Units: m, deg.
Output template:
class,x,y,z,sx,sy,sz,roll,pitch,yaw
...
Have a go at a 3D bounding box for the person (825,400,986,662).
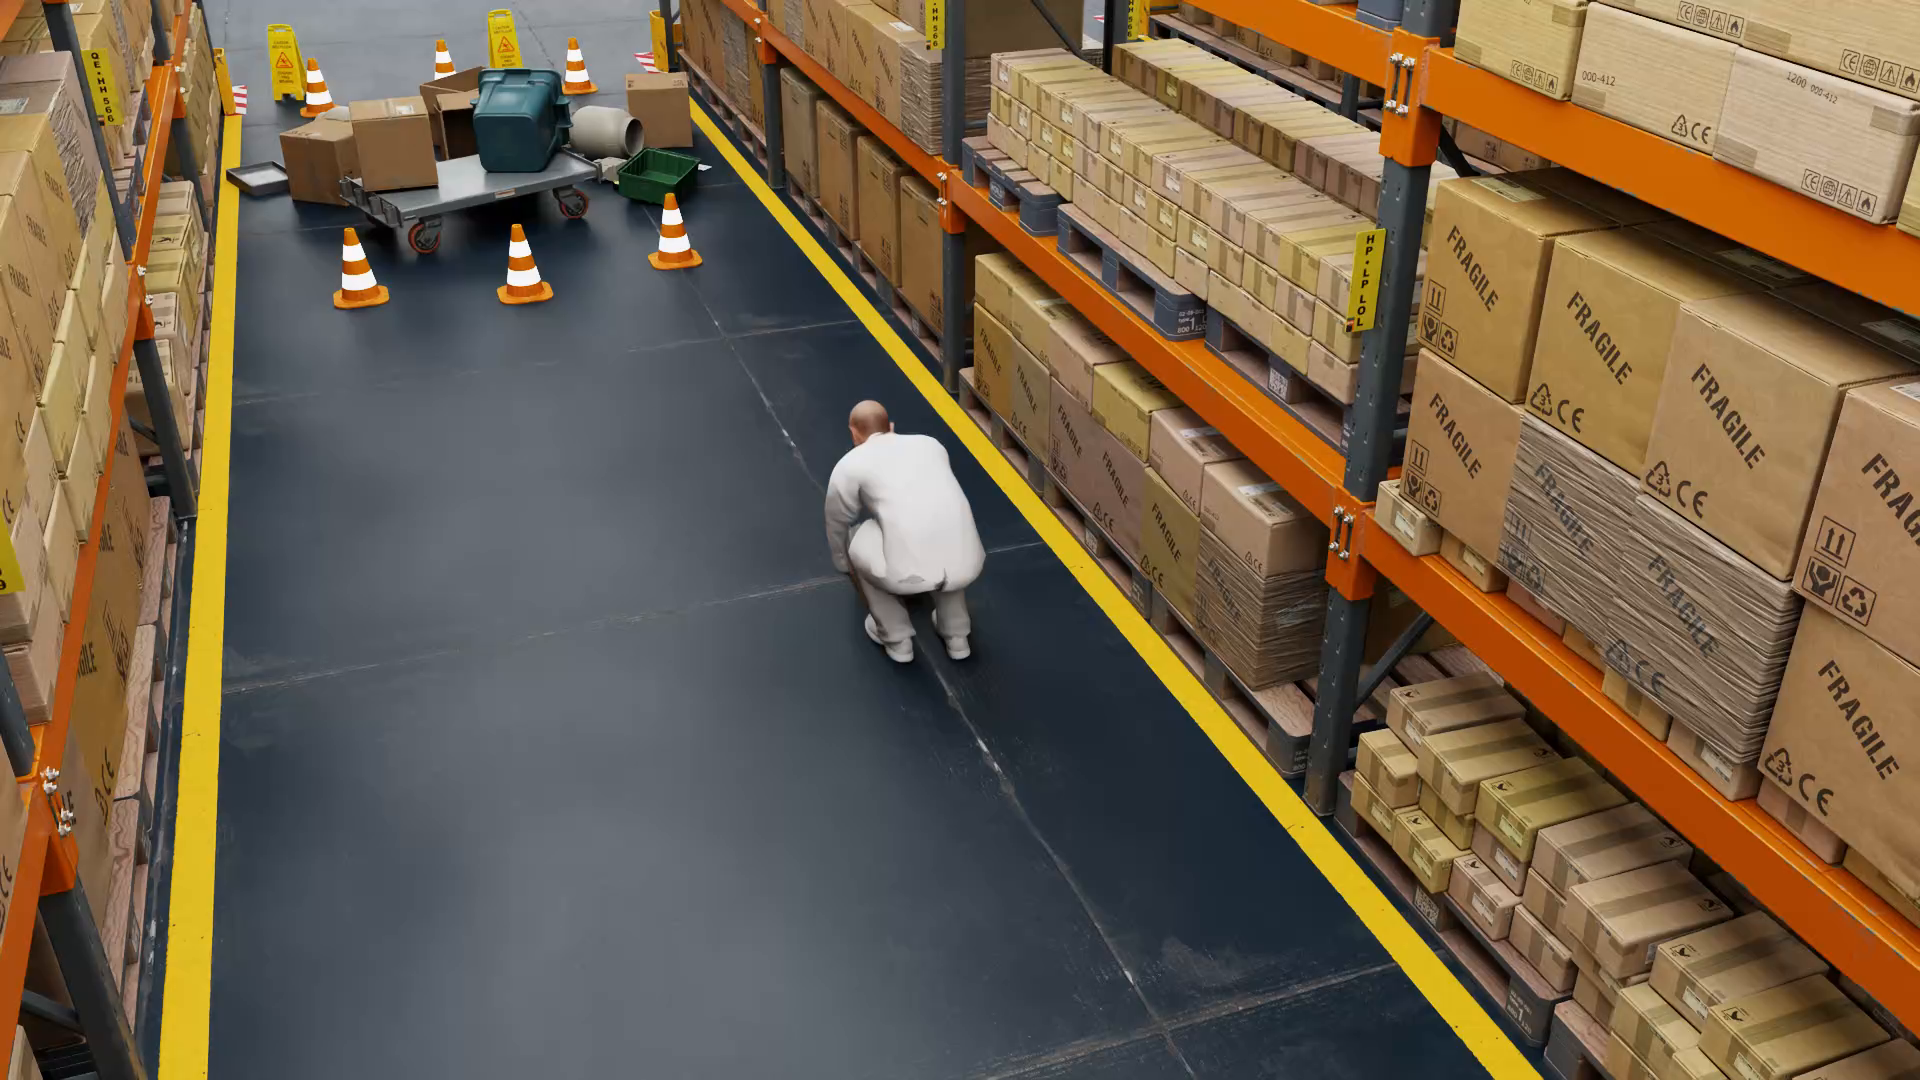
class,x,y,z,sx,sy,sz,roll,pitch,yaw
person,-0.234,-0.015,7.023,0.610,0.941,0.898,-10,31,-17
